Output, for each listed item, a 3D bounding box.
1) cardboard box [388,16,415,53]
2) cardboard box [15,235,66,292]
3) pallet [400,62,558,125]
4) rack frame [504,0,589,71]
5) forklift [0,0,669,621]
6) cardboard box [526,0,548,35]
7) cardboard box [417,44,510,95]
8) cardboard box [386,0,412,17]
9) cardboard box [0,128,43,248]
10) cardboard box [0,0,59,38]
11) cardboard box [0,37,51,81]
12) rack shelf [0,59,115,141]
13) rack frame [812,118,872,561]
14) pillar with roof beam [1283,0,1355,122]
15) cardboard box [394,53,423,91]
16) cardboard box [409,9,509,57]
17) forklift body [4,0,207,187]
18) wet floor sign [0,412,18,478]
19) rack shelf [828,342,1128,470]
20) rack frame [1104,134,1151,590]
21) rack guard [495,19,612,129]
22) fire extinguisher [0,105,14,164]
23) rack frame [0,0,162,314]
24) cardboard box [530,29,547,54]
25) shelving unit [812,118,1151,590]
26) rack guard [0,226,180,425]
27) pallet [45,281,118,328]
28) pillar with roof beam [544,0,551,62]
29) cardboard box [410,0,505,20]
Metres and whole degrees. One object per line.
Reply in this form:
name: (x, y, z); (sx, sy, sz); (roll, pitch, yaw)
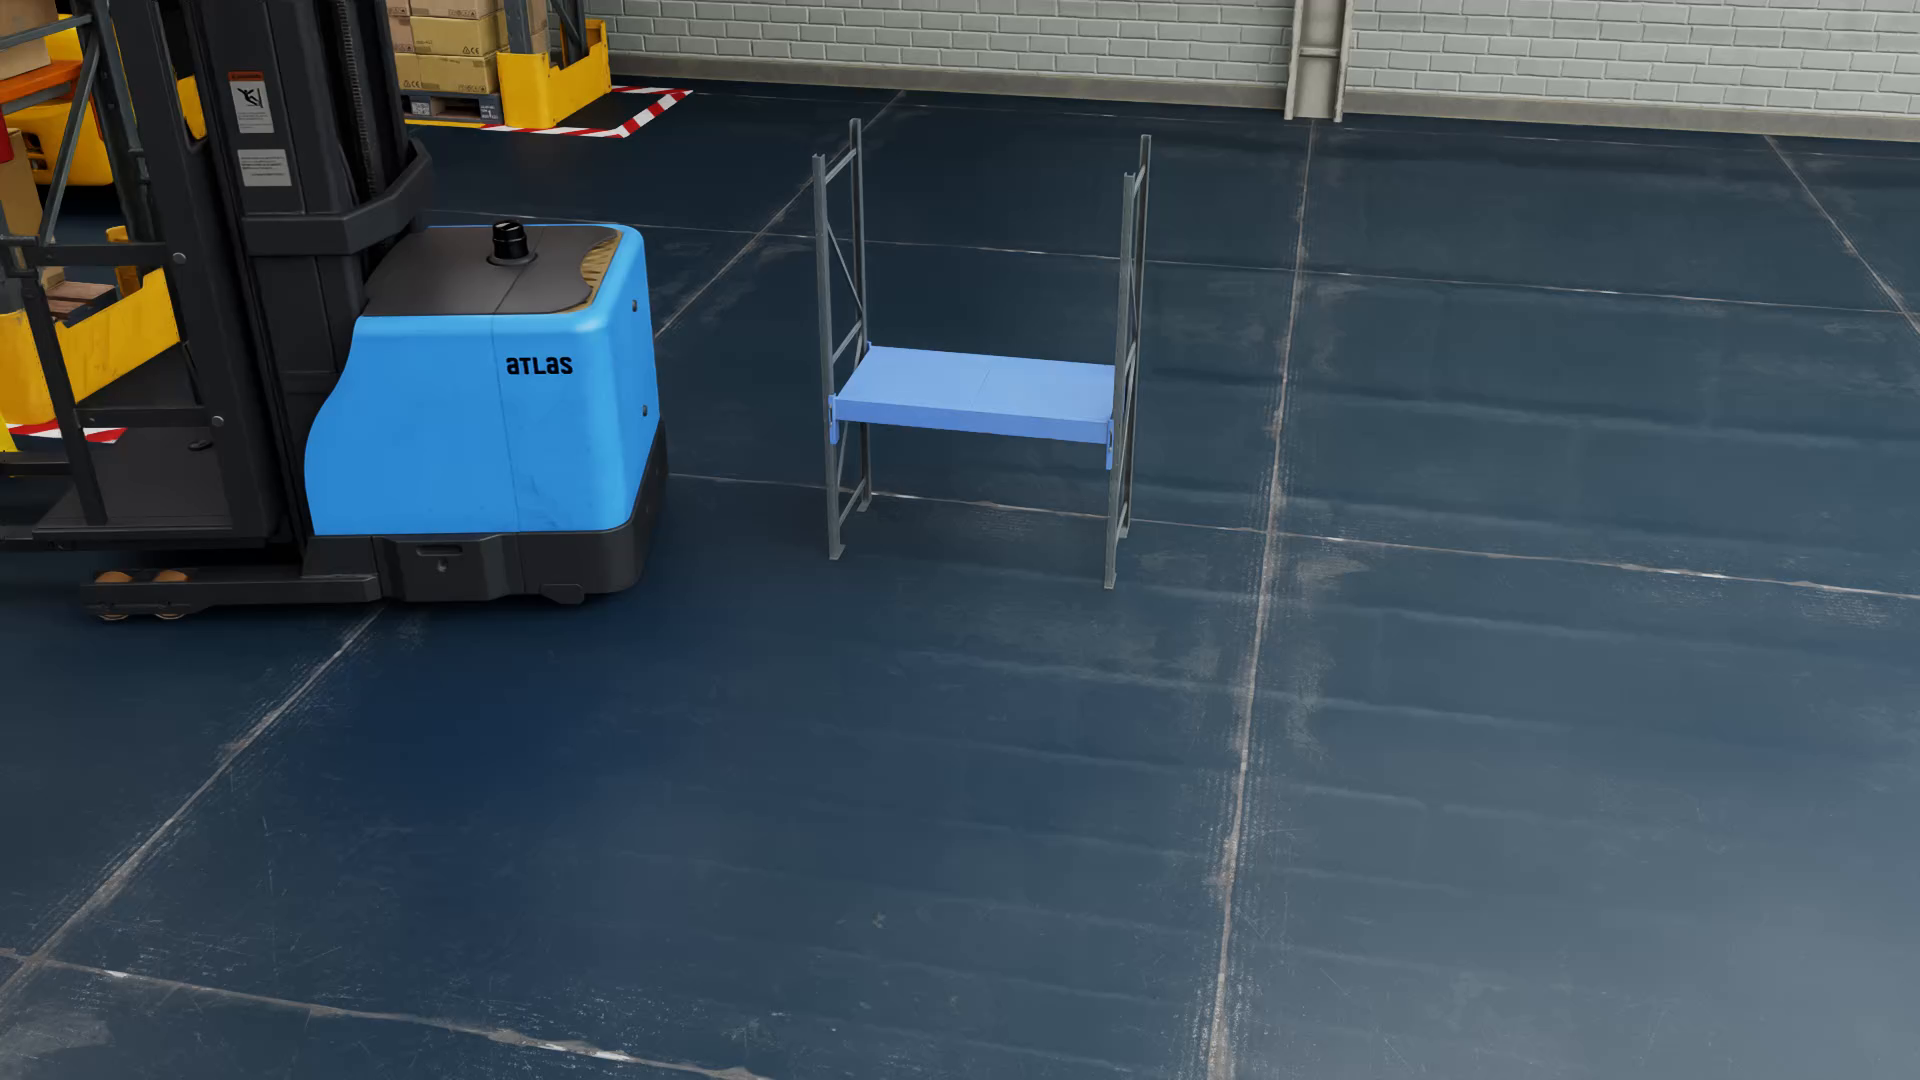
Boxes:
cardboard box: (-3.916, -3.573, 11.558); (0.500, 0.250, 0.500); (6, 29, 10)
cardboard box: (-4.651, -1.276, 7.883); (0.500, 0.250, 0.500); (6, 29, 10)
pallet: (-3.643, -3.252, 11.971); (1.213, 0.211, 1.003); (6, 29, 11)
rack frame: (-2.887, -4.418, 11.197); (0.127, 3.000, 1.000); (6, 29, 11)
forklift: (-2.655, -1.267, 5.512); (3.031, 2.935, 1.130); (-1, 29, -2)
cardboard box: (-3.303, -3.761, 11.901); (0.500, 0.250, 0.500); (6, 29, 11)
cardboard box: (-3.412, -3.295, 11.571); (0.500, 0.250, 0.500); (6, 29, 11)
cardboard box: (-3.903, -3.783, 11.422); (0.500, 0.250, 0.500); (6, 29, 11)
cardboard box: (-4.674, -1.607, 7.707); (0.500, 0.500, 0.500); (5, 29, 9)
cardboard box: (-4.325, -2.439, 7.168); (0.500, 0.500, 0.500); (5, 29, 10)
cardboard box: (-4.208, -2.108, 7.239); (0.250, 0.149, 0.380); (6, 29, 11)
rack shelf: (-5.875, -1.972, 7.477); (4.000, 0.370, 1.077); (6, 29, 11)
rack frame: (-0.414, -0.700, 5.967); (0.032, 1.500, 0.500); (6, 29, 11)
pillar with roof beam: (1.589, -4.920, 5.865); (0.400, 9.000, 9.100); (6, 29, 11)
cardboard box: (-3.896, -3.350, 11.671); (0.500, 0.250, 0.500); (6, 29, 11)
cardboard box: (-3.428, -3.518, 11.457); (0.500, 0.250, 0.500); (5, 29, 10)
forklift body: (-5.122, -3.380, 10.183); (1.214, 2.155, 2.313); (6, 29, 11)
wet floor sign: (-3.957, -0.533, 6.551); (0.232, 0.644, 0.267); (17, 33, 28)
rack shelf: (0.083, -0.492, 5.961); (1.000, 0.185, 0.538); (6, 29, 11)
rack frame: (0.581, -0.598, 5.781); (0.032, 1.500, 0.500); (6, 29, 11)
rack guard: (-2.863, -3.320, 11.793); (0.348, 0.500, 1.175); (6, 29, 11)
fire extinguisher: (-3.904, -1.825, 6.541); (0.183, 0.674, 0.296); (6, 29, 11)
rack frame: (-3.919, -2.087, 6.938); (0.127, 3.000, 1.000); (6, 29, 11)
cardboard box: (-3.326, -3.538, 12.014); (0.500, 0.250, 0.500); (6, 29, 11)
shelving unit: (0.083, -0.649, 5.874); (1.048, 1.500, 0.538); (6, 29, 11)
rack guard: (-3.994, -0.998, 7.553); (0.348, 0.500, 1.175); (6, 29, 11)
pallet: (-4.781, -0.970, 7.801); (1.213, 0.211, 1.003); (6, 29, 11)
pillar with roof beam: (-4.278, -5.521, 6.964); (0.400, 9.000, 9.100); (6, 29, 11)
cardboard box: (-3.402, -3.735, 11.333); (0.500, 0.250, 0.500); (7, 29, 12)
